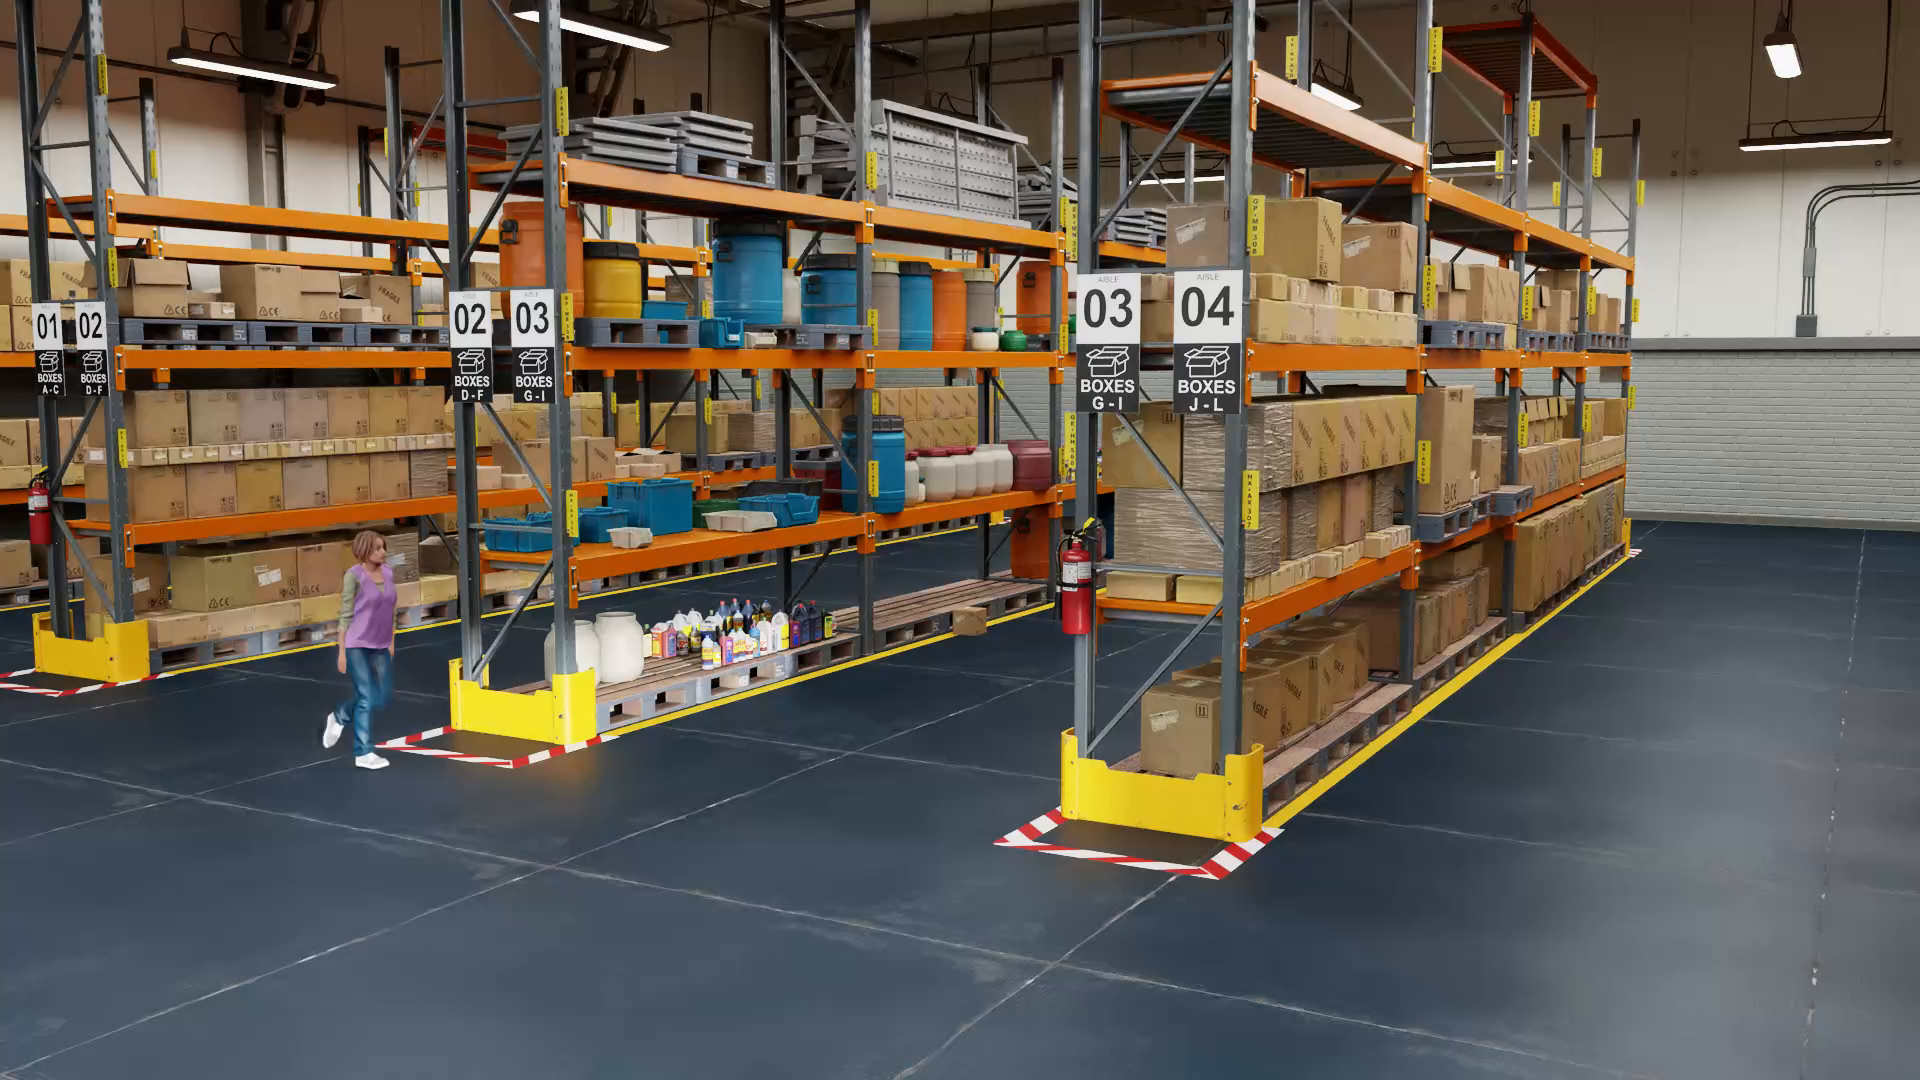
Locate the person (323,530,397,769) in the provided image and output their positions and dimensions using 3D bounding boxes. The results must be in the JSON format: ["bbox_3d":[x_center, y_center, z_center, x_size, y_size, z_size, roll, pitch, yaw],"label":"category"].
[{"bbox_3d":[-4.008,0.707,11.113,0.612,1.573,0.455,4,7,30],"label":"person"}]
